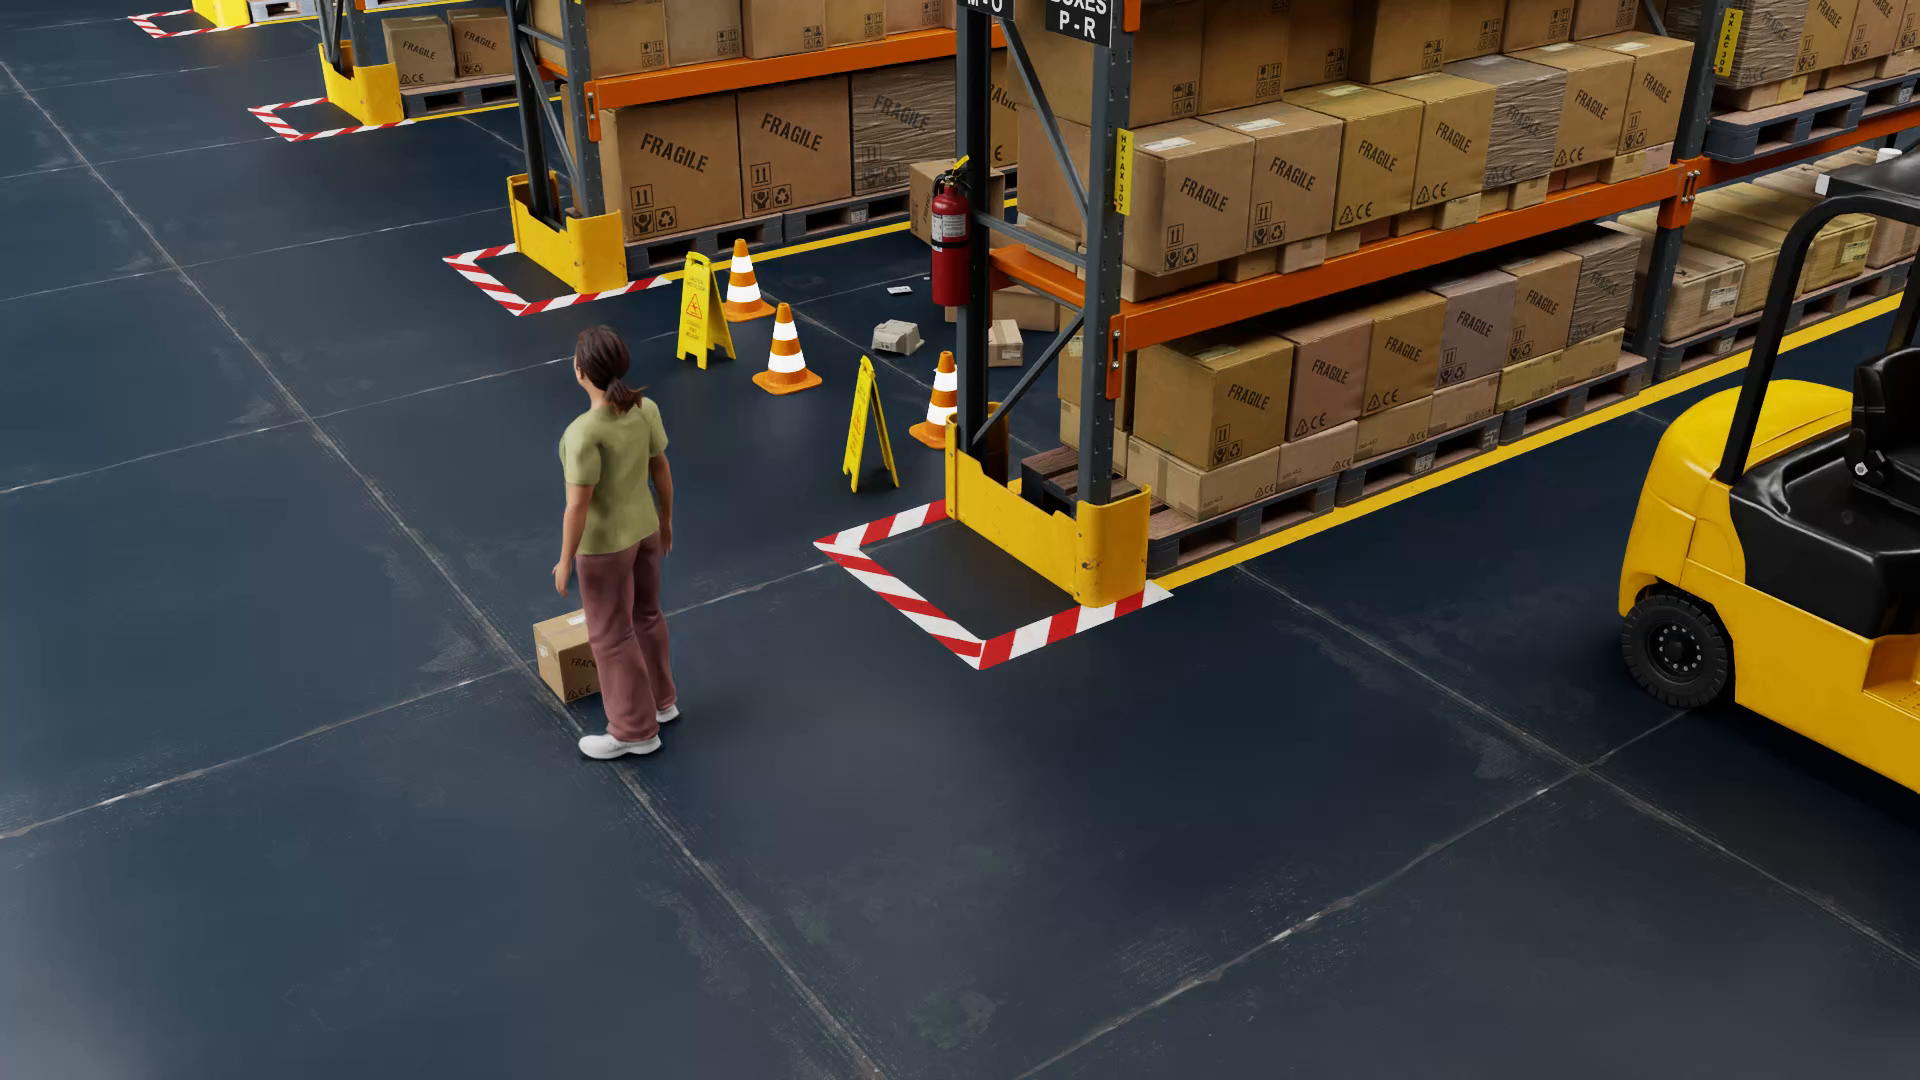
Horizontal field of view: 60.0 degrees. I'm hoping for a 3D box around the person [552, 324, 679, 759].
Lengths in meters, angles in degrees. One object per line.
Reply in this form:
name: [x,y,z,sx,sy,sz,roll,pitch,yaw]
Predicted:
person: [-1.276,0.035,6.081,0.388,1.717,0.515,15,32,26]
